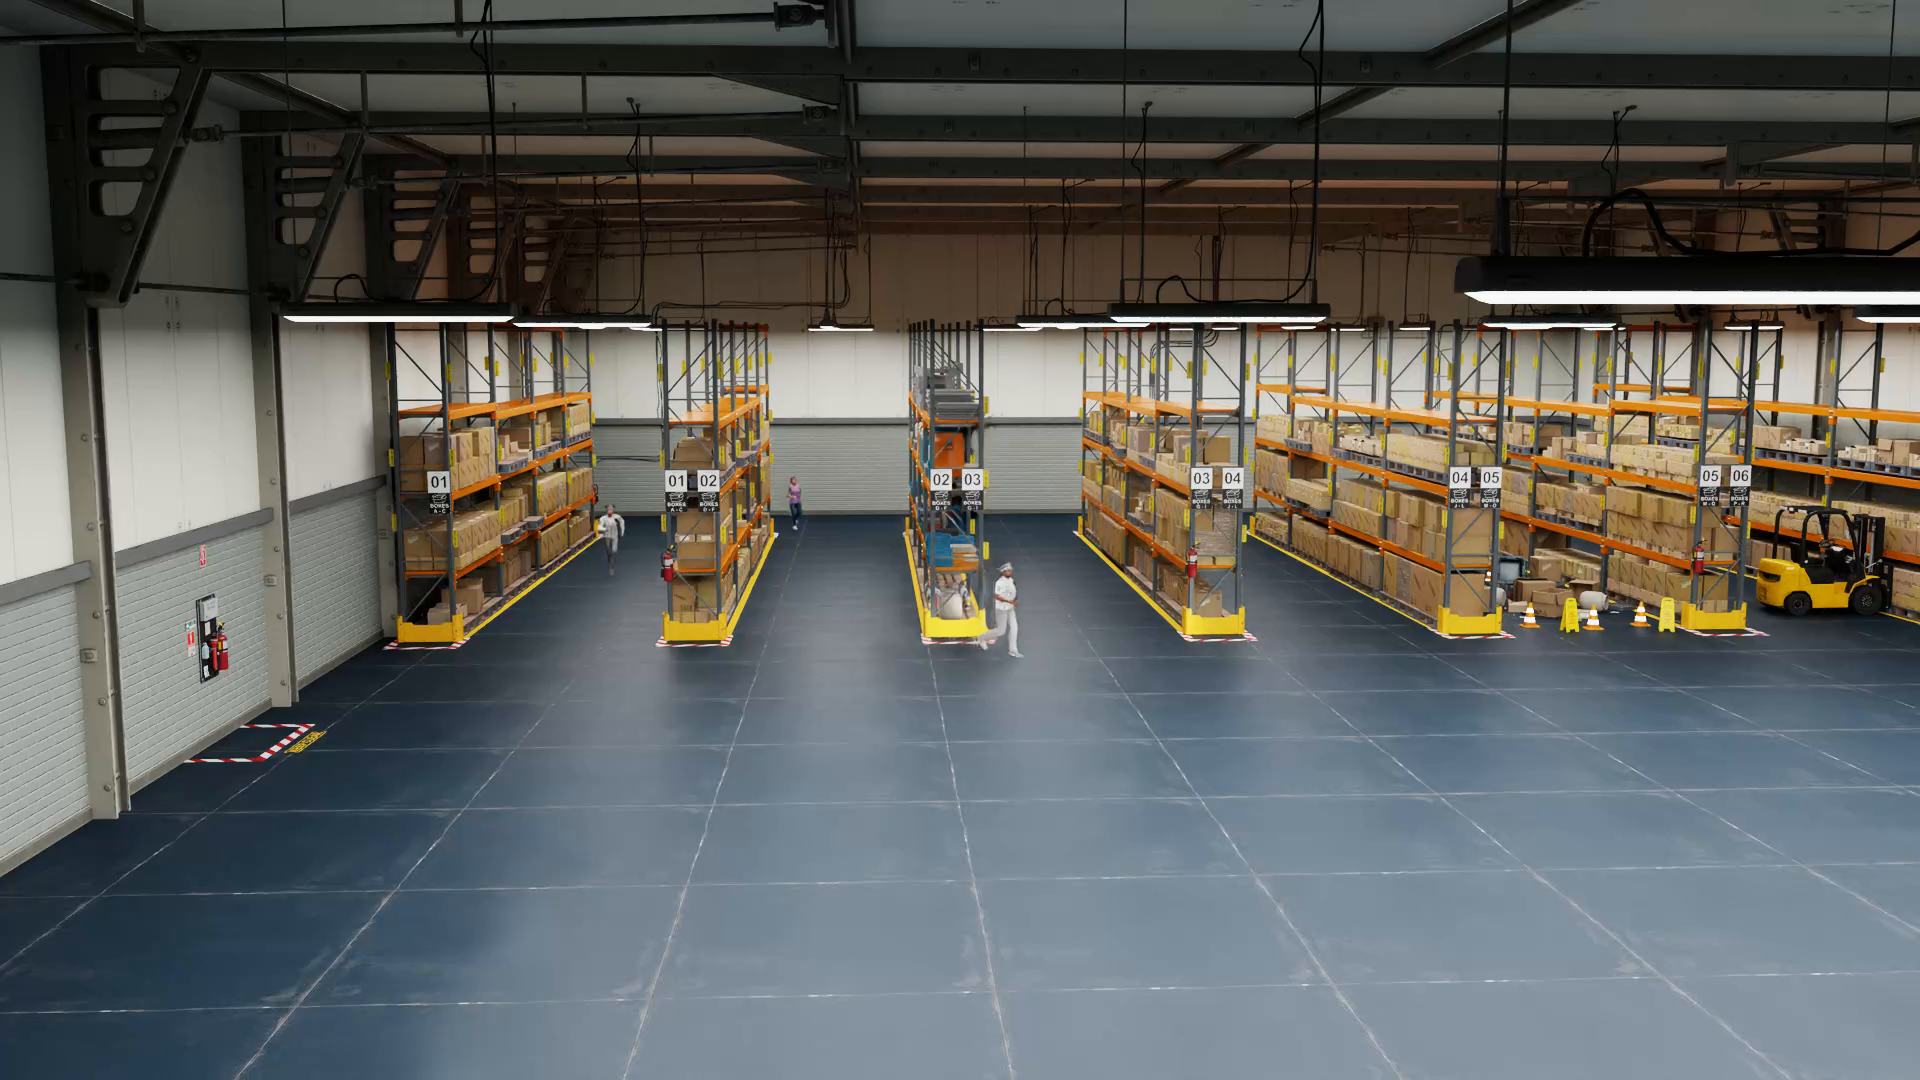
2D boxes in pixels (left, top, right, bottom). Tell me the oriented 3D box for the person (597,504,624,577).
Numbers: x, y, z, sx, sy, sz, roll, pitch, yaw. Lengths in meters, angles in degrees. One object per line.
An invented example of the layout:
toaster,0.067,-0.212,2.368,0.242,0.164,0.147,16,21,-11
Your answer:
person,-8.359,-0.020,39.826,0.637,1.731,0.876,-2,7,-15

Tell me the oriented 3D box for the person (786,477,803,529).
person,-4.841,-1.080,48.850,0.548,1.553,0.546,-3,7,-20

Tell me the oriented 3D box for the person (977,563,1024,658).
person,0.759,1.238,29.717,0.859,1.698,0.588,4,8,31
